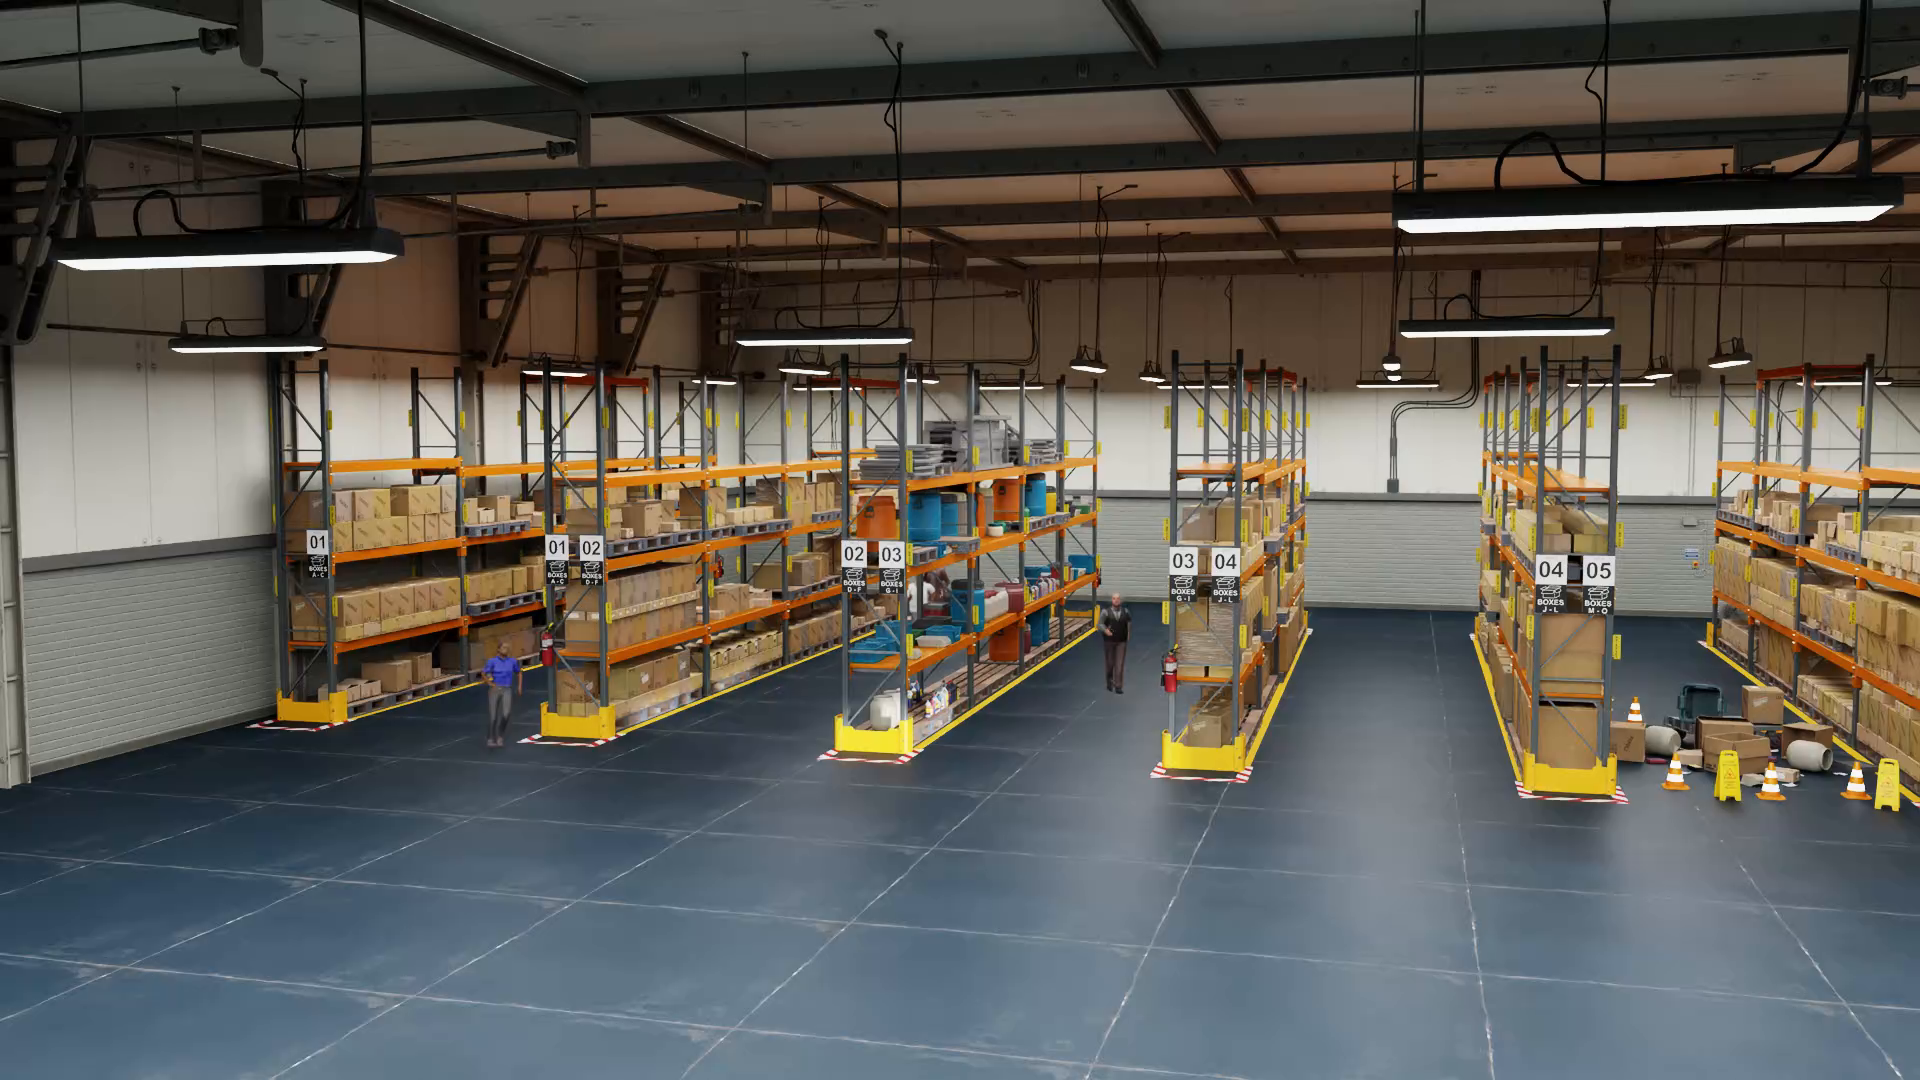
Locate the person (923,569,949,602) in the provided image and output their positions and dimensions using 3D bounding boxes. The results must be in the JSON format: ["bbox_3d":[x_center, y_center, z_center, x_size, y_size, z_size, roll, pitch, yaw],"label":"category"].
[{"bbox_3d":[-0.618,1.354,39.278,0.723,1.666,0.646,1,4,9],"label":"person"}]

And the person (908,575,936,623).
[{"bbox_3d":[-0.893,1.512,35.566,0.667,1.742,0.870,0,4,7],"label":"person"}]

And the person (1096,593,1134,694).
[{"bbox_3d":[2.693,1.785,28.722,0.670,1.732,0.812,0,4,-4],"label":"person"}]

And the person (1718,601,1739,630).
[{"bbox_3d":[17.599,1.458,37.898,0.726,1.734,0.601,3,5,33],"label":"person"}]

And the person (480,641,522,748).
[{"bbox_3d":[-7.007,2.371,25.486,0.649,1.615,0.582,-2,5,-25],"label":"person"}]
